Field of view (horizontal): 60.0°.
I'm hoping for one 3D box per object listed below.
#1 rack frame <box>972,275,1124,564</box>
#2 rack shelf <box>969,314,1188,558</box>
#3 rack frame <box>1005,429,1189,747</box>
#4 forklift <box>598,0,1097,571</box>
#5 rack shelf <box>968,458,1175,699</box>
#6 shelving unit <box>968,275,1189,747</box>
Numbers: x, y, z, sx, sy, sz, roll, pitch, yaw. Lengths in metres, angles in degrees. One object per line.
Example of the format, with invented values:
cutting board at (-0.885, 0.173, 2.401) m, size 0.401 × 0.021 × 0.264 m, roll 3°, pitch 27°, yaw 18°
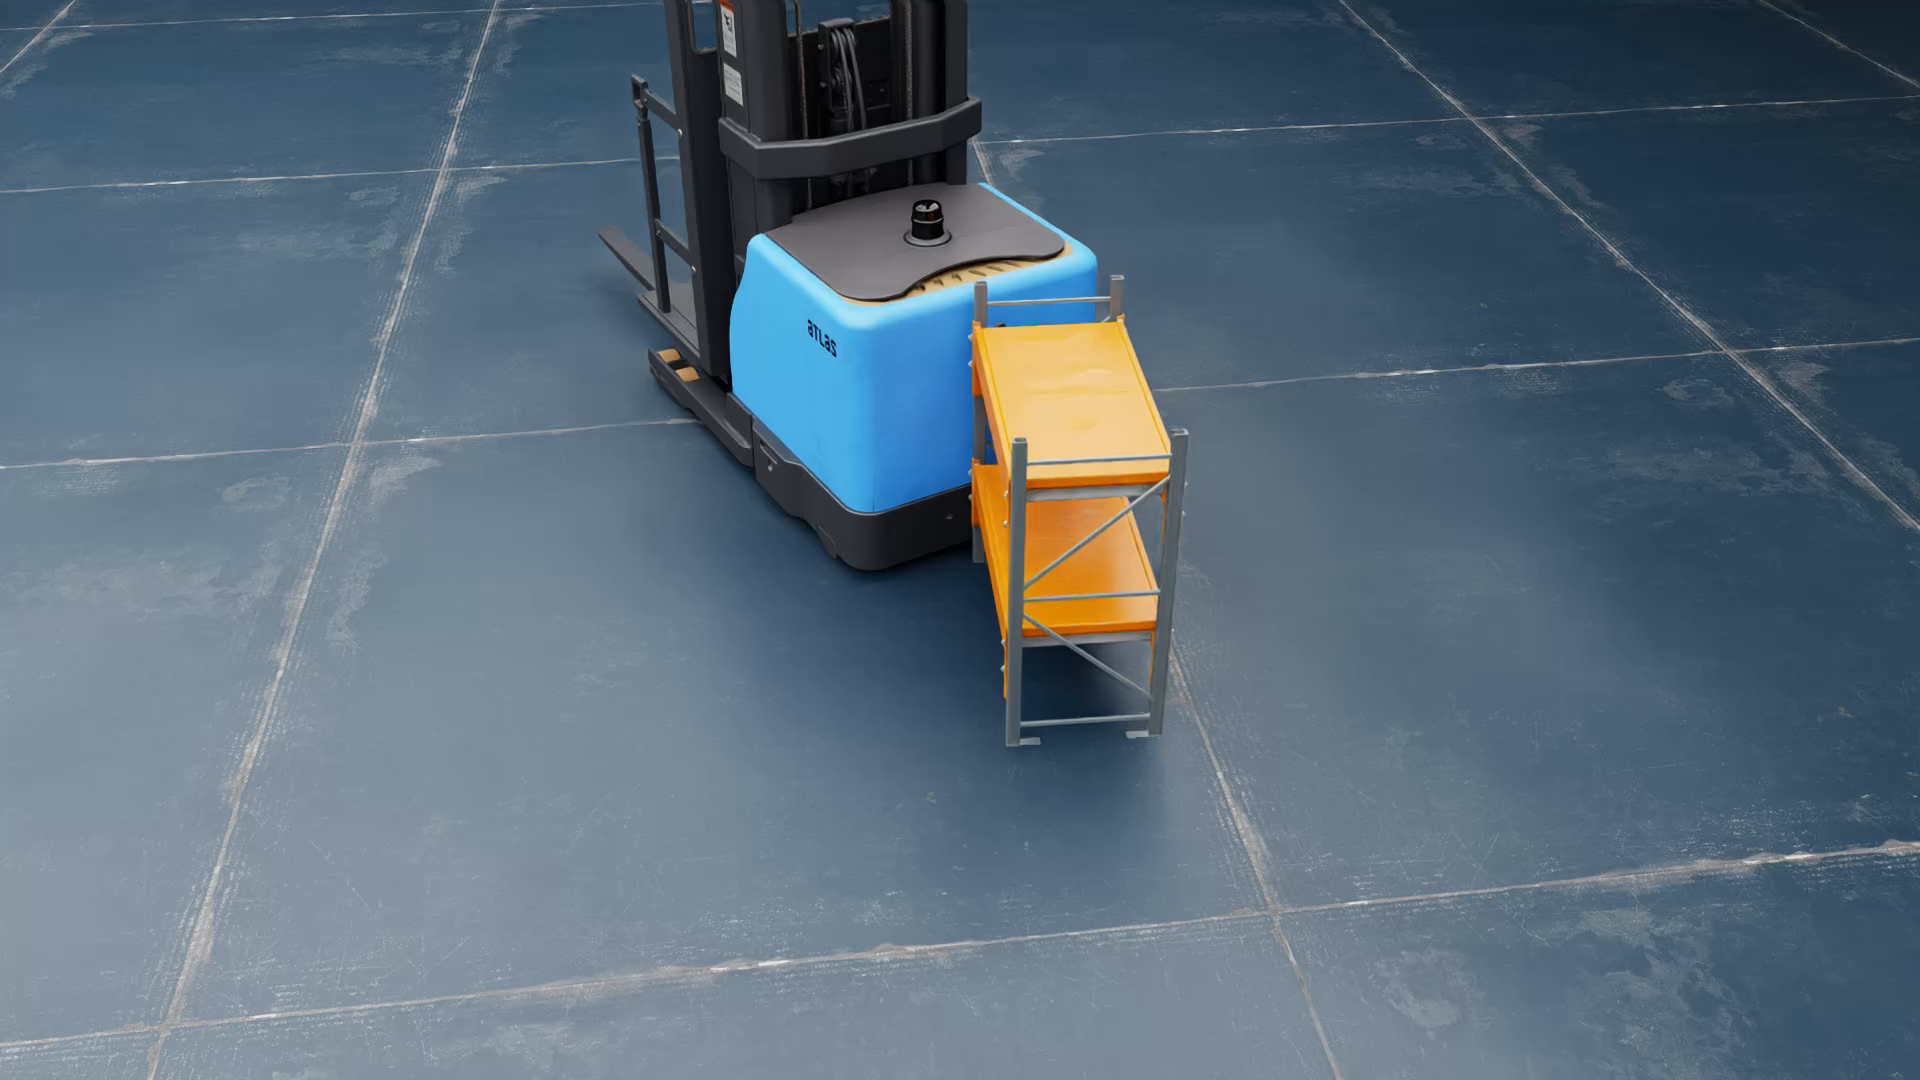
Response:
rack frame at (0.296, -0.398, 5.835) m, size 0.500 × 1.125 × 0.032 m, roll -3°, pitch 34°, yaw -5°
rack shelf at (0.346, -0.355, 5.252) m, size 0.538 × 0.278 × 1.000 m, roll -3°, pitch 34°, yaw -5°
rack frame at (0.395, 0.172, 4.999) m, size 0.500 × 1.125 × 0.032 m, roll -3°, pitch 34°, yaw -5°
forklift at (-0.689, -1.901, 6.437) m, size 1.130 × 2.935 × 3.031 m, roll -19°, pitch 38°, yaw -25°
rack shelf at (0.346, 0.089, 5.555) m, size 0.538 × 0.278 × 1.000 m, roll -3°, pitch 34°, yaw -5°
shelving unit at (0.346, -0.113, 5.417) m, size 0.538 × 1.125 × 1.048 m, roll -3°, pitch 34°, yaw -5°
